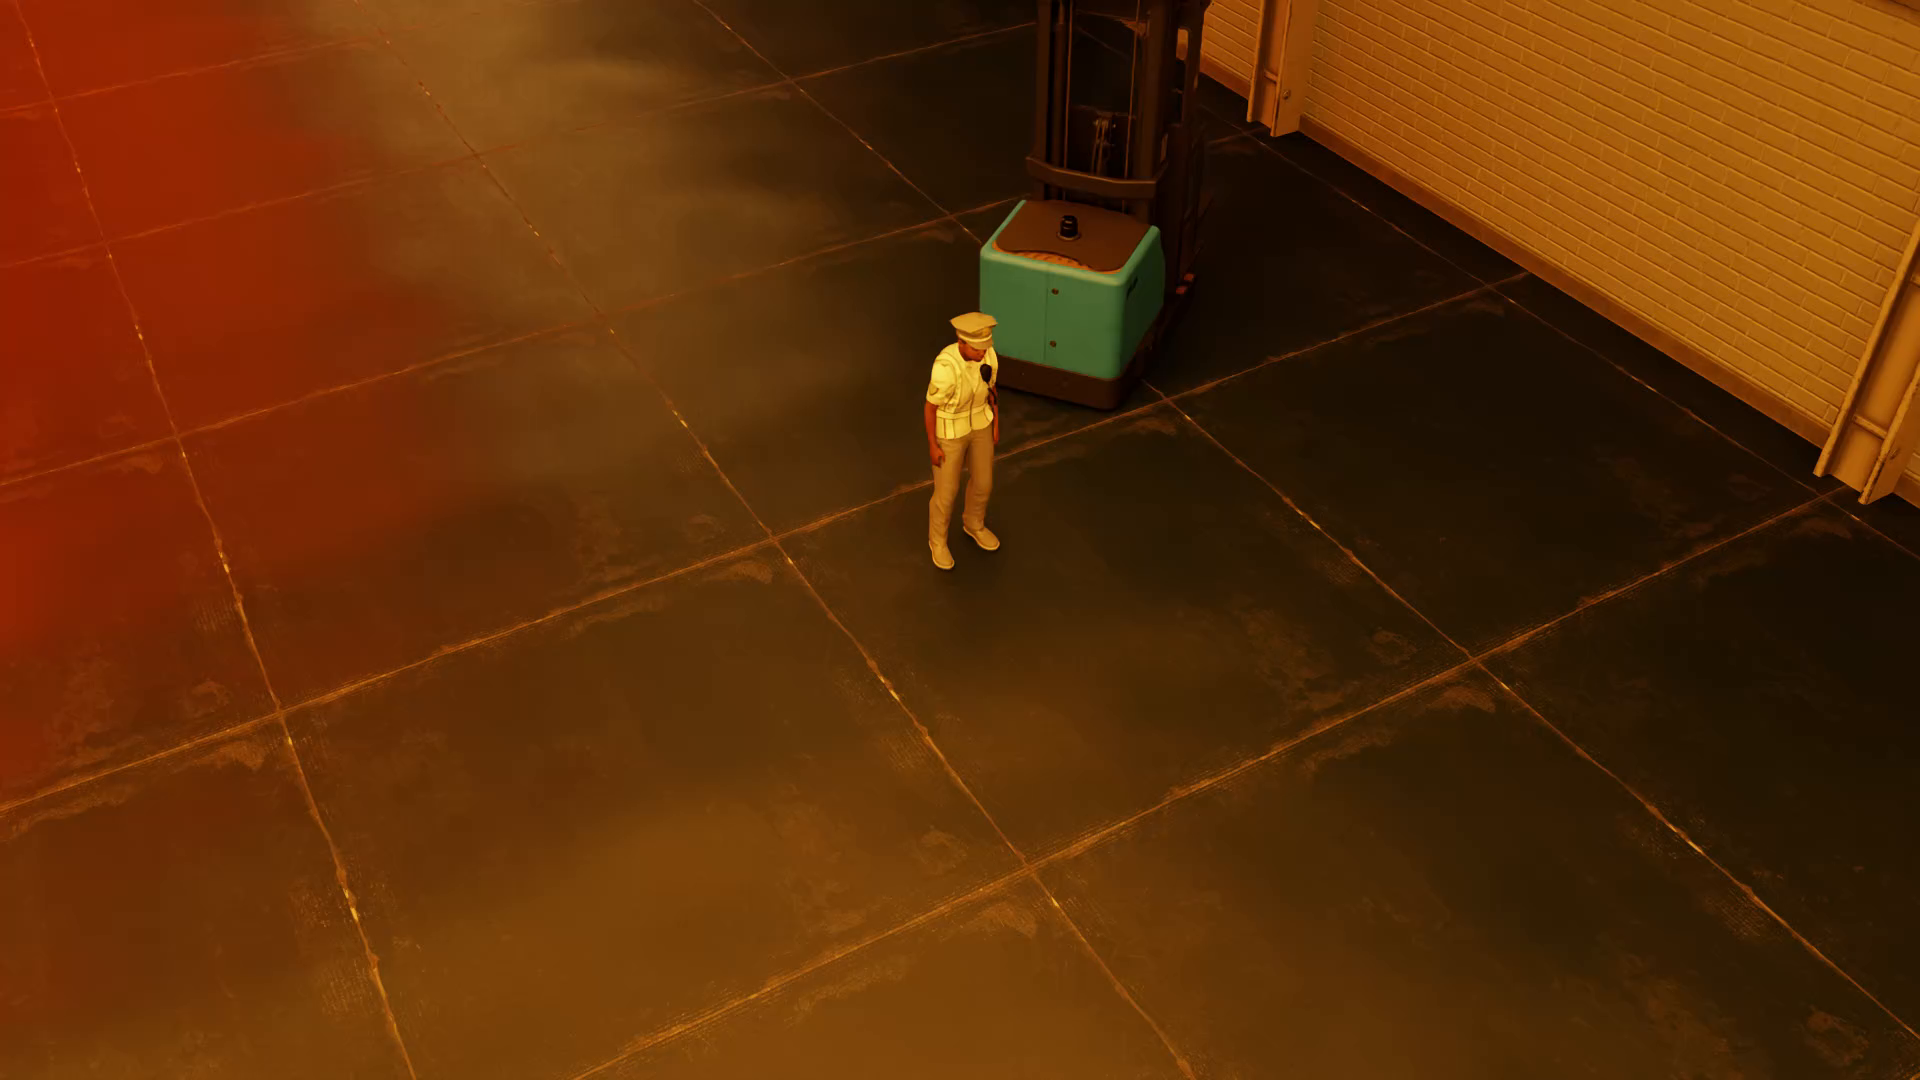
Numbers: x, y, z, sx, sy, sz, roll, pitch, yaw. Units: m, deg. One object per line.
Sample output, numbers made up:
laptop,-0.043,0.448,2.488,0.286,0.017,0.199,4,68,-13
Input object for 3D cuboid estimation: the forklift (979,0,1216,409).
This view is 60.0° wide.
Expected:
forklift,1.156,-2.959,11.603,1.130,2.935,3.031,15,42,17

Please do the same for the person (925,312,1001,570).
person,0.018,-0.617,9.779,0.513,1.657,0.393,-22,44,-24
